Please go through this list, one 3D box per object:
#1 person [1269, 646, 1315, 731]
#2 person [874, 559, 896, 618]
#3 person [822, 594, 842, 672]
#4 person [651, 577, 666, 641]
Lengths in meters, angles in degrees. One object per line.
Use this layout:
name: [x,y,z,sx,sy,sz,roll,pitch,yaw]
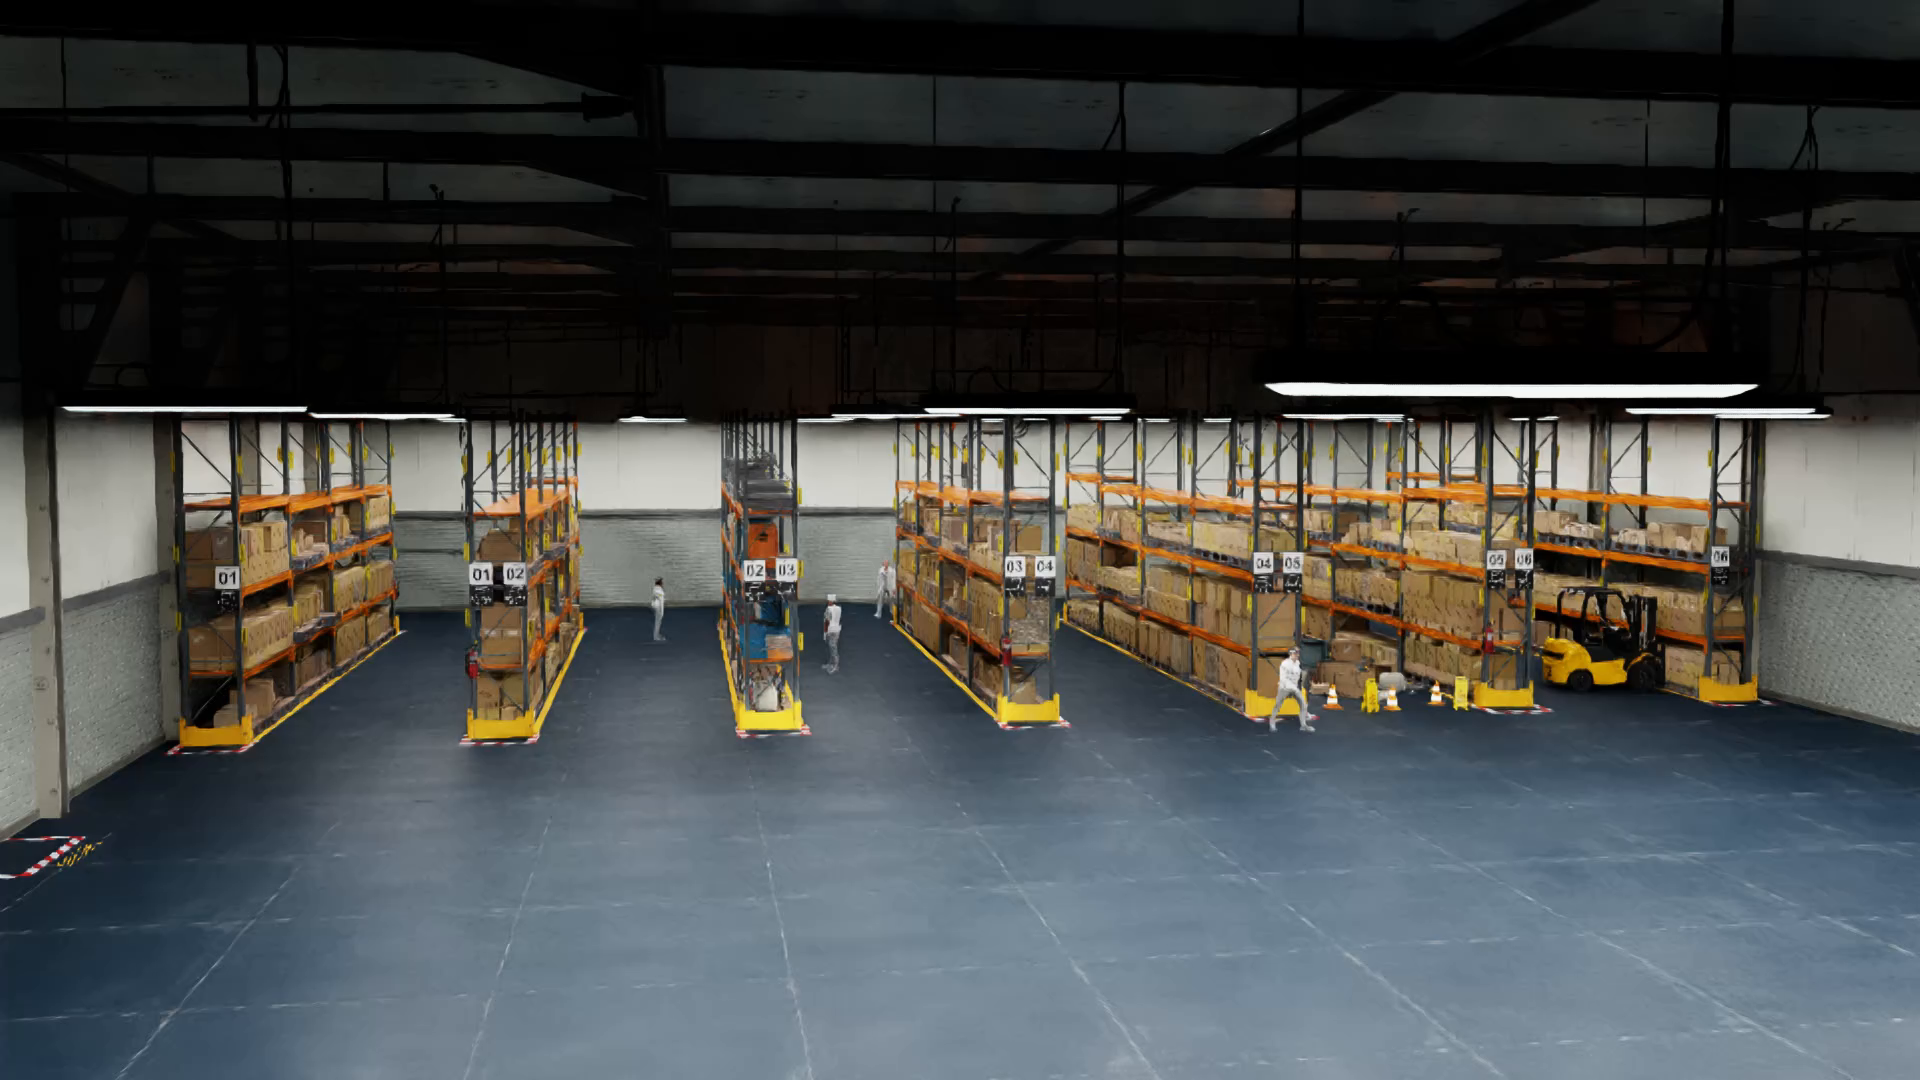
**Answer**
person: [6.125,2.750,30.945,0.627,1.613,0.786,-2,5,-29]
person: [-2.184,1.421,49.267,0.629,1.735,1.016,1,4,14]
person: [-2.987,2.129,38.519,0.583,1.782,0.665,2,4,22]
person: [-7.927,1.808,43.922,0.434,1.683,0.554,-2,5,-32]
